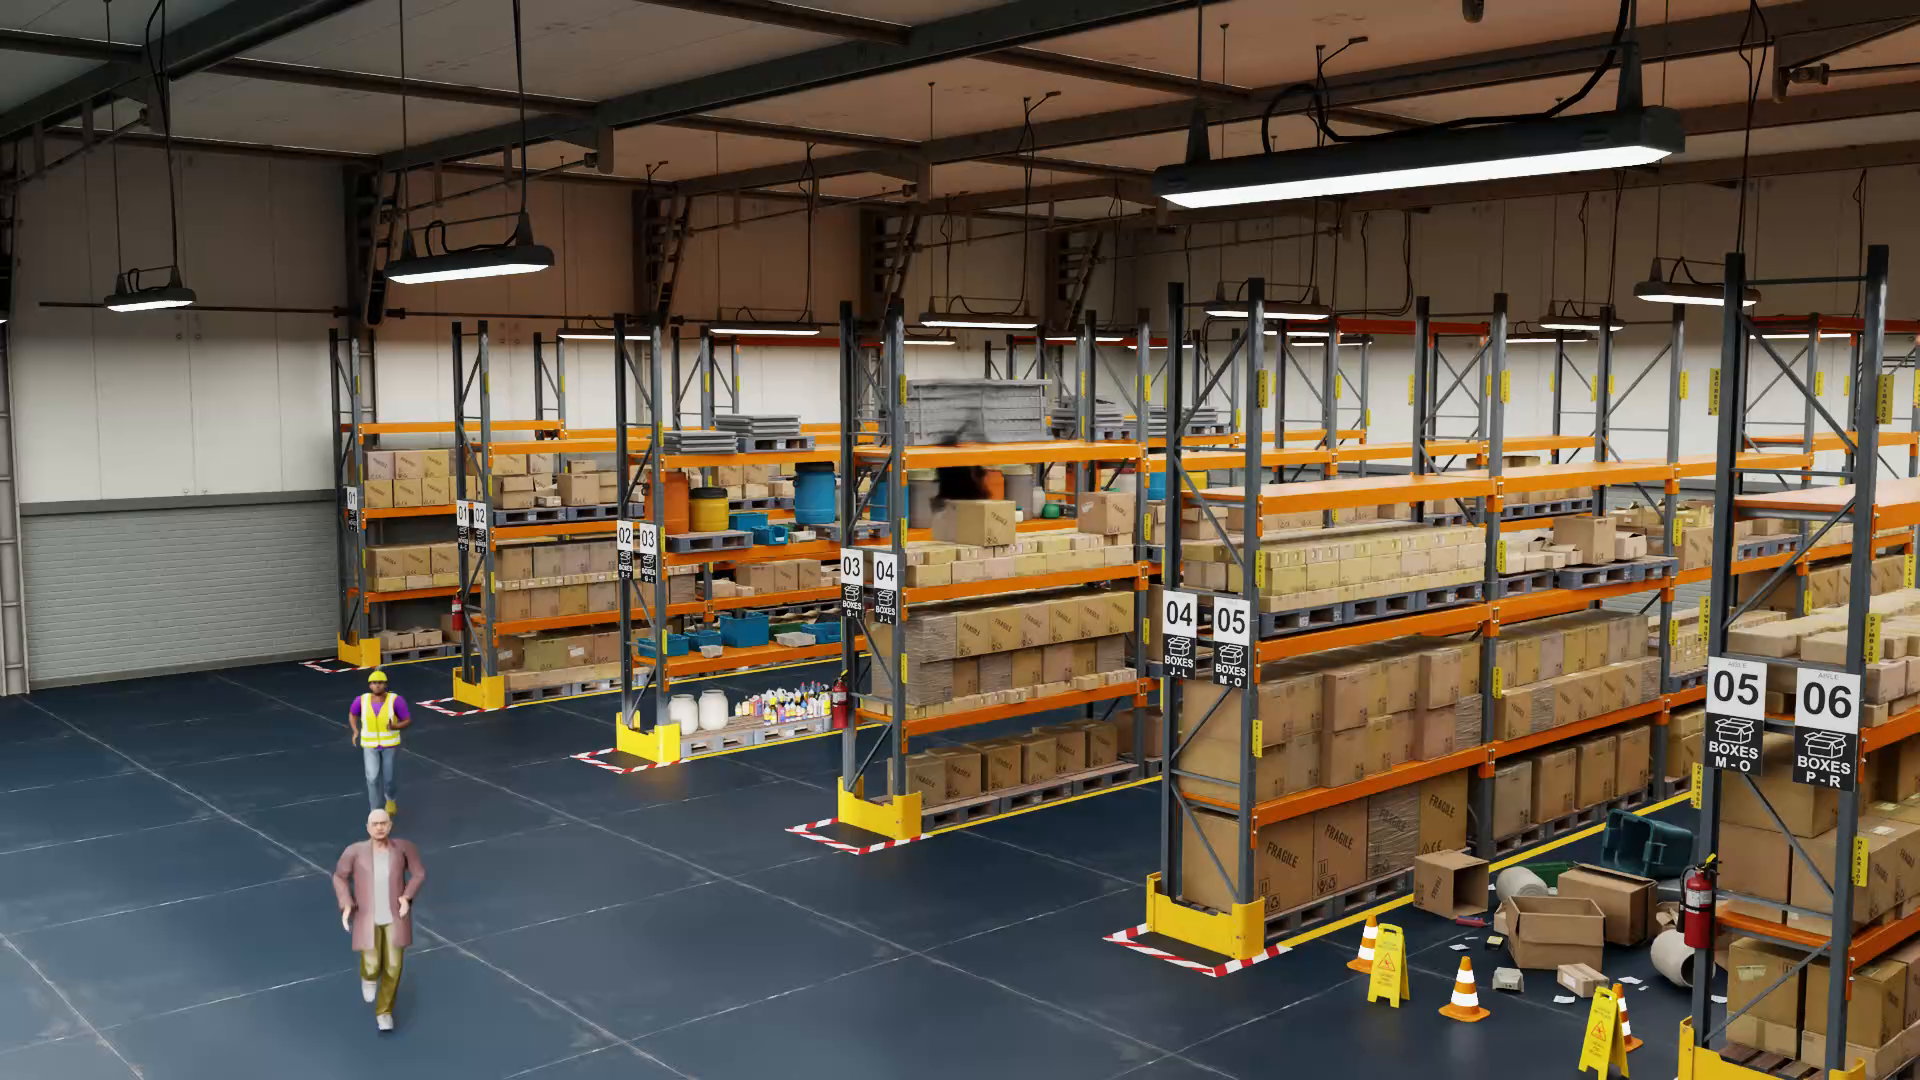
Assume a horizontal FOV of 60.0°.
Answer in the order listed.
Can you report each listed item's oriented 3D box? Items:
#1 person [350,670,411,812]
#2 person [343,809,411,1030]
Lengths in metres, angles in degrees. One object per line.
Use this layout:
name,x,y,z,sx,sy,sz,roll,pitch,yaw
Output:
person,-6.678,2.330,19.169,0.688,1.686,0.747,-2,6,-15
person,-4.613,2.998,13.266,0.671,1.727,0.640,-2,6,-23
